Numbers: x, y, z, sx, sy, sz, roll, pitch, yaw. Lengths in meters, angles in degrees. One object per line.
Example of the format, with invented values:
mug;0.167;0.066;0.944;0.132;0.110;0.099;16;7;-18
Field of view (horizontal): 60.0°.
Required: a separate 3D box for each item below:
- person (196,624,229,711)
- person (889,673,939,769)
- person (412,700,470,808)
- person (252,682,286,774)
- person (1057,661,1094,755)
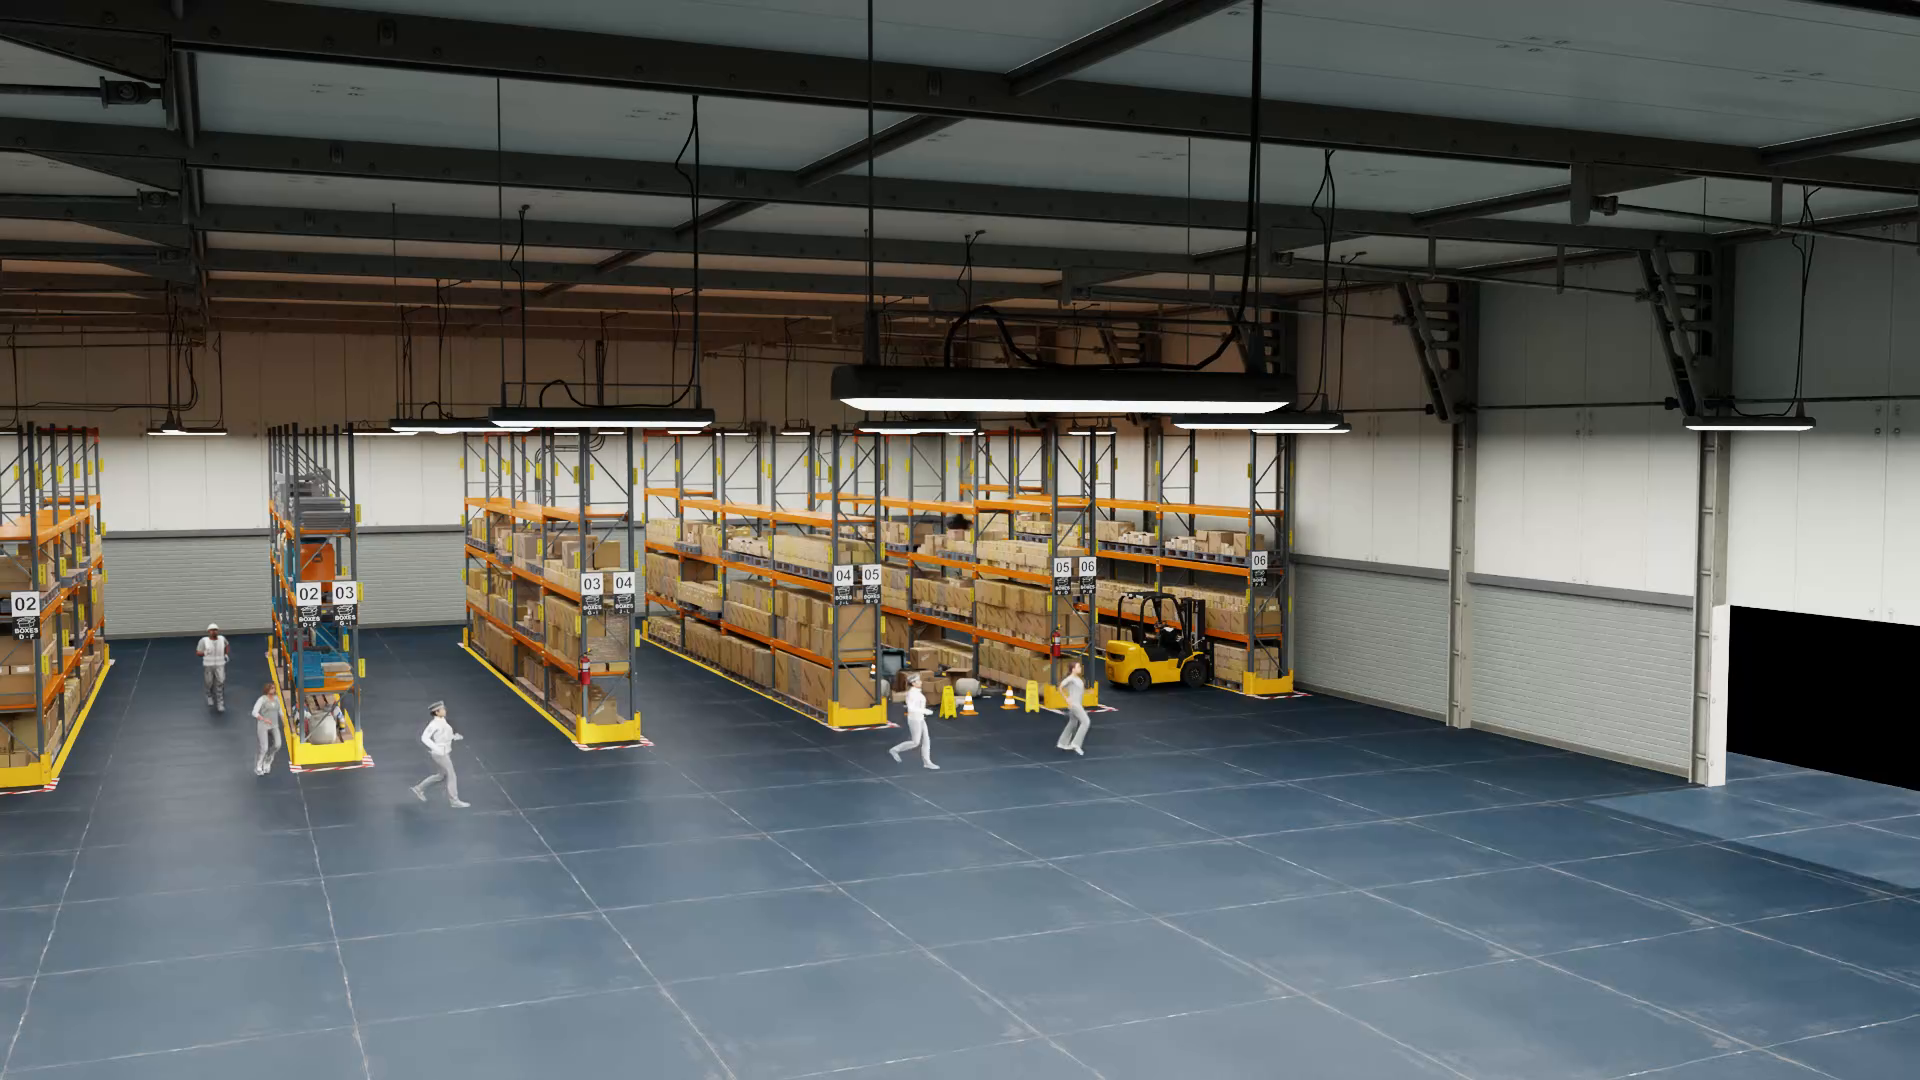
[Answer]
person;-15.704;2.661;35.012;0.676;1.797;0.896;-2;4;-32
person;-0.783;3.121;28.742;0.869;1.671;0.616;1;4;9
person;-8.020;3.301;25.685;0.857;1.670;0.622;0;3;-4
person;-11.759;3.207;28.354;0.543;1.556;0.617;3;4;38
person;2.091;3.043;30.197;0.715;1.697;0.536;1;4;18
